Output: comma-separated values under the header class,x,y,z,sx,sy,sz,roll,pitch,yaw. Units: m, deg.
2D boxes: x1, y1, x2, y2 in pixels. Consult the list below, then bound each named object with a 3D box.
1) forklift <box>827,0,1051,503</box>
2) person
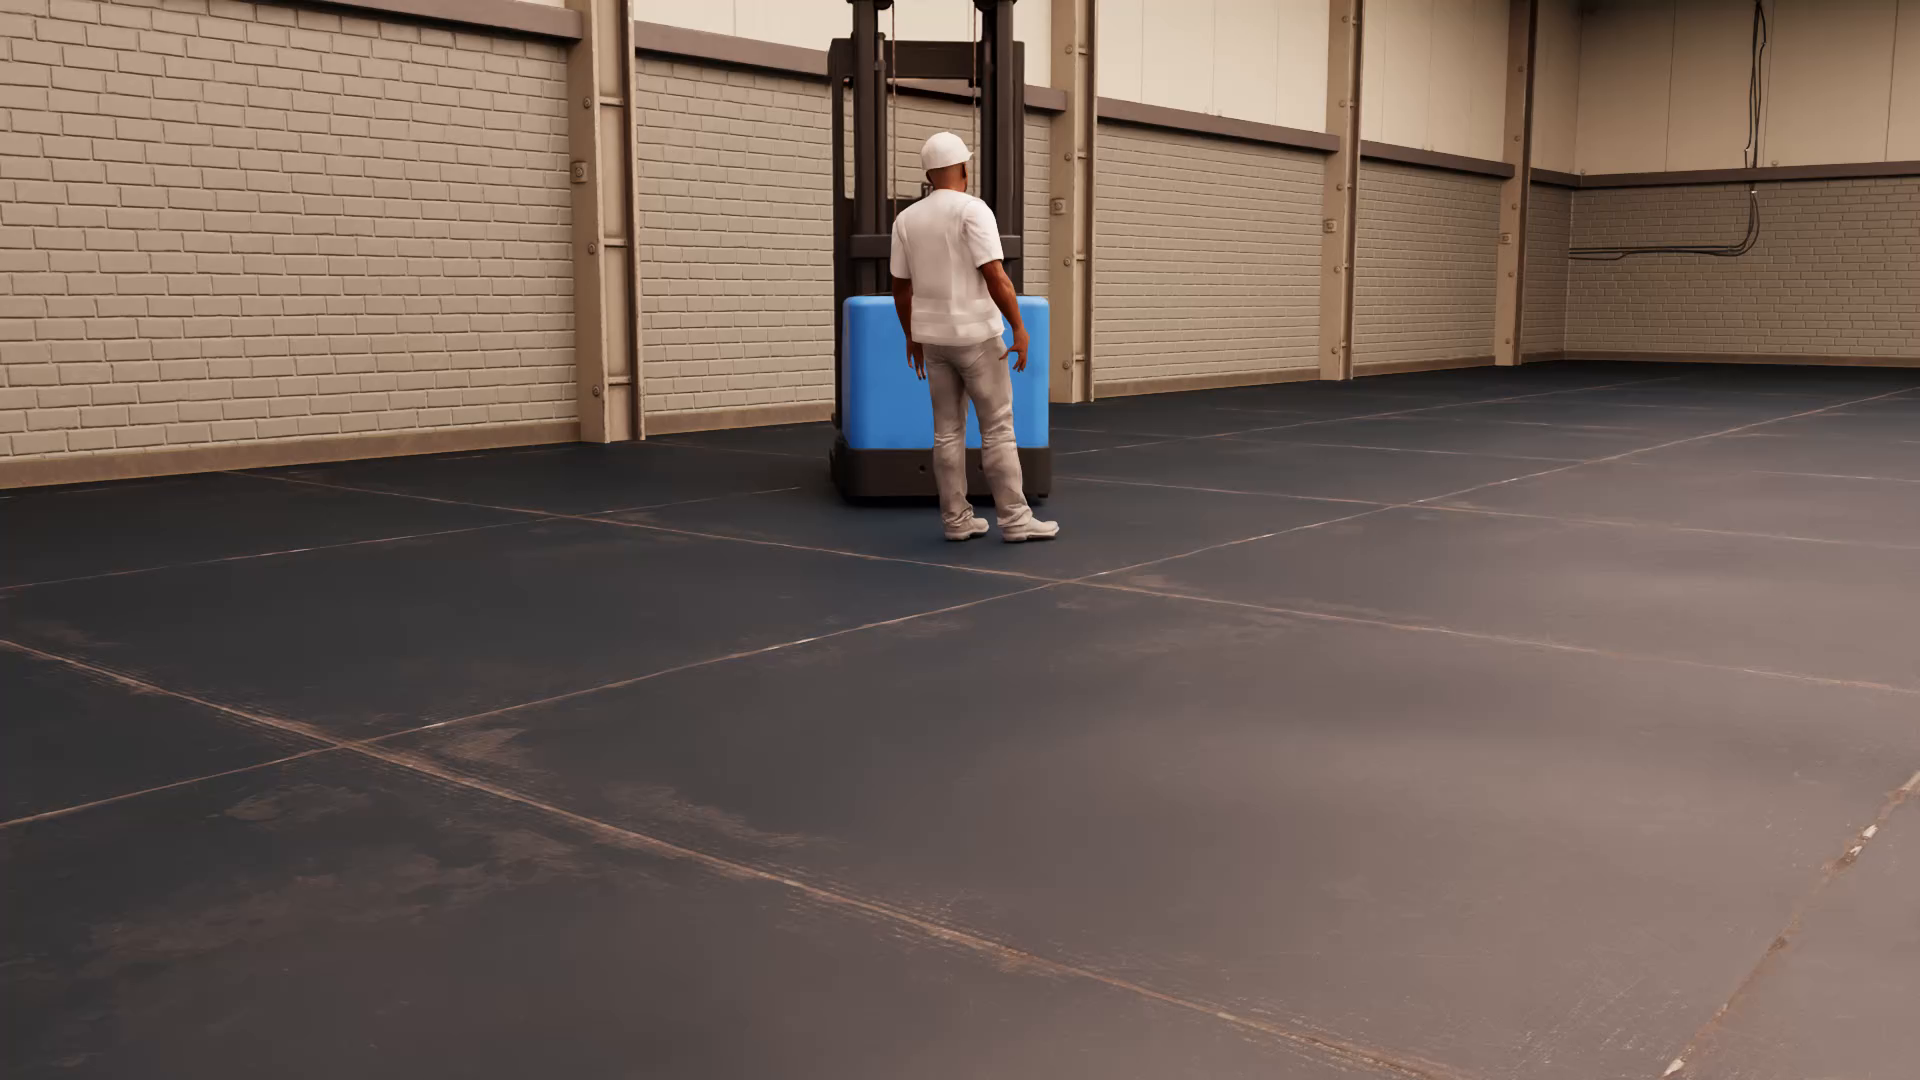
class,x,y,z,sx,sy,sz,roll,pitch,yaw
forklift,-0.207,-1.823,9.737,1.130,2.935,3.031,-1,8,-6
person,0.048,-0.888,7.326,0.666,1.766,0.576,7,11,38
